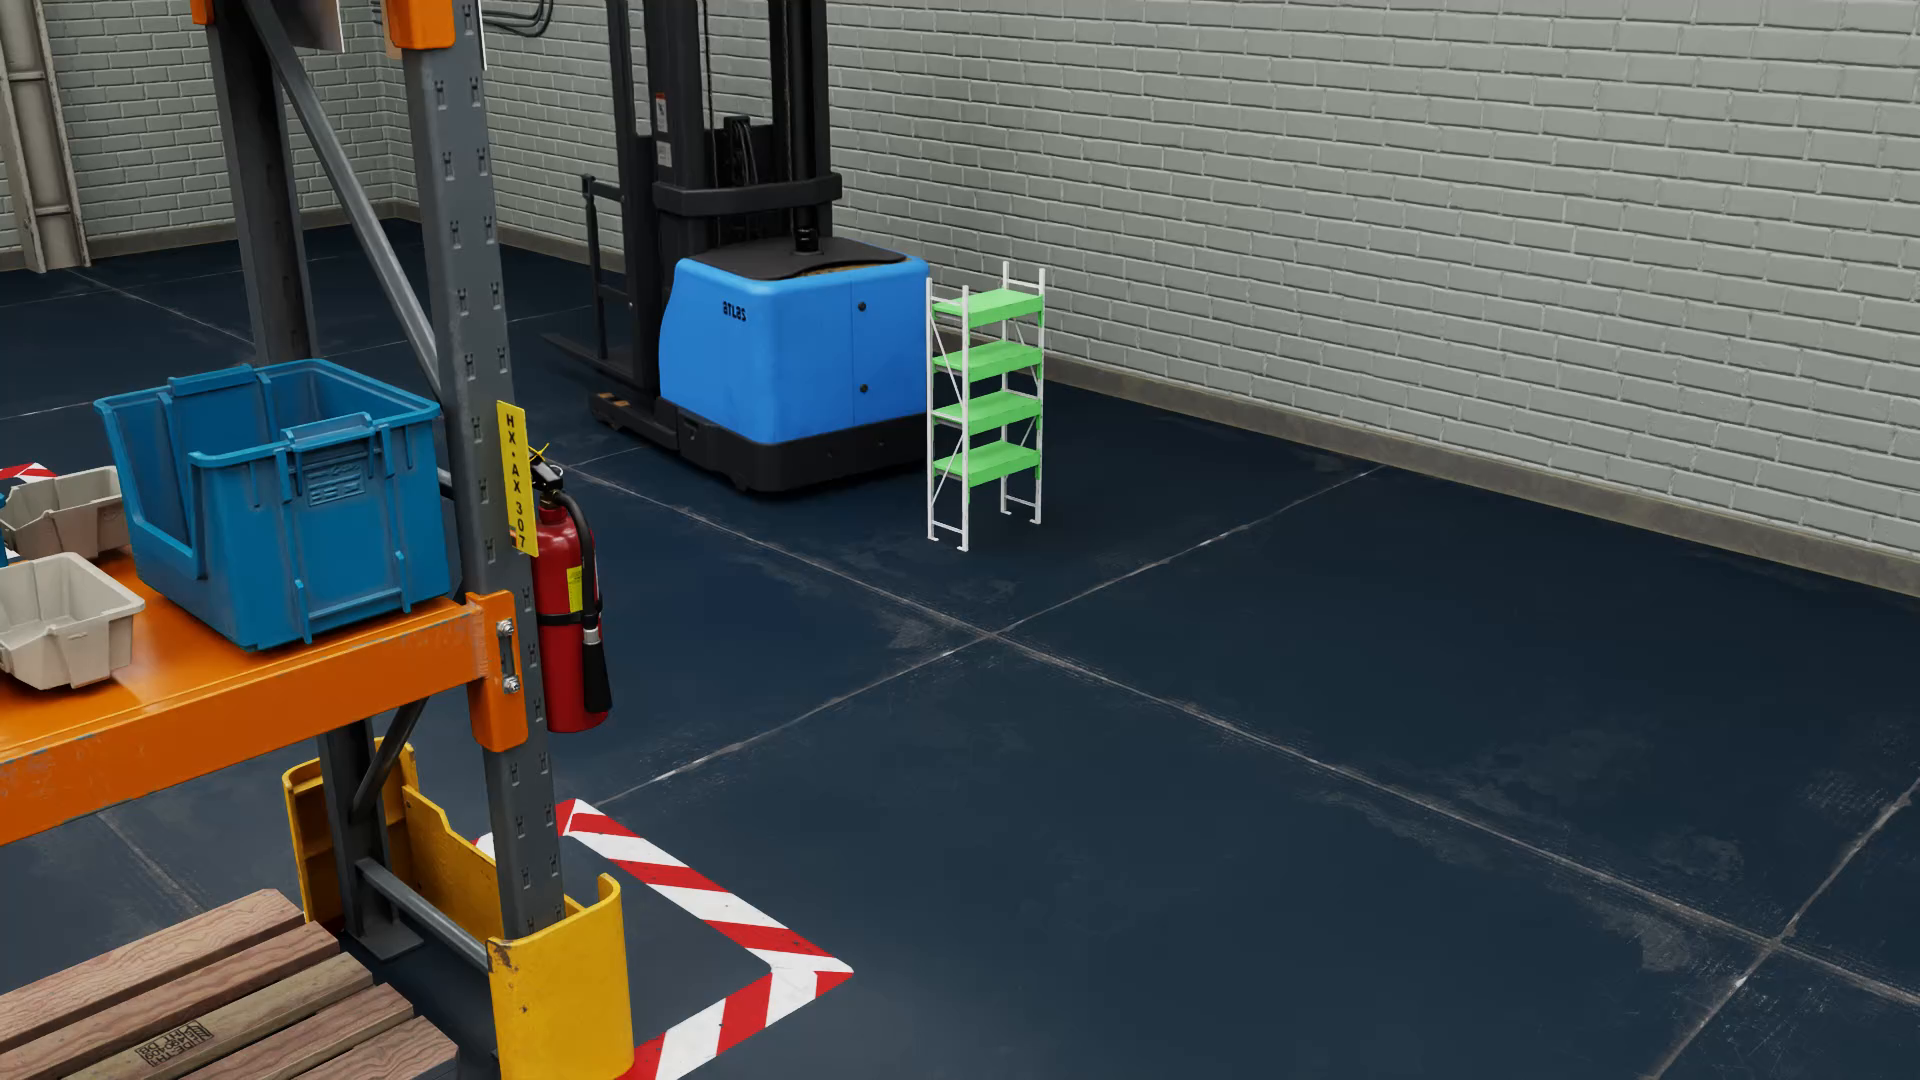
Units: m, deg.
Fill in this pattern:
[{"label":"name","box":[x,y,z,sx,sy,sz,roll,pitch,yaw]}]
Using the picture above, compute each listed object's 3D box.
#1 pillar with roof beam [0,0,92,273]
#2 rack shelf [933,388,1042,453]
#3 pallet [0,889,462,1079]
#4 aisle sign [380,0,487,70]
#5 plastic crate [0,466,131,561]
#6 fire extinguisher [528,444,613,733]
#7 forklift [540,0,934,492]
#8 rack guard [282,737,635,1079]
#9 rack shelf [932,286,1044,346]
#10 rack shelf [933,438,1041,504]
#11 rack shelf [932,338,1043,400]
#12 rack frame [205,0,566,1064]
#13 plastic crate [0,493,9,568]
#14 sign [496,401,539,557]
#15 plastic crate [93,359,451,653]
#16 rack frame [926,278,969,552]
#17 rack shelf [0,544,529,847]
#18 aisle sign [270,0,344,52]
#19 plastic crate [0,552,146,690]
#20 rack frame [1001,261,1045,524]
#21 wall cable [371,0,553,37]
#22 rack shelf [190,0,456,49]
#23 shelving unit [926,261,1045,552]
[{"label":"pillar with roof beam","box":[-4.086,-5.297,8.814,9.100,9.000,0.400,19,28,41]},{"label":"rack shelf","box":[0.115,-0.543,7.493,0.258,0.148,0.480,19,28,41]},{"label":"pallet","box":[-1.939,1.319,3.848,1.003,0.211,1.213,19,28,41]},{"label":"aisle sign","box":[-1.075,-1.343,3.265,0.394,0.787,0.004,19,28,41]},{"label":"plastic crate","box":[-2.027,-0.047,3.799,0.250,0.136,0.298,19,28,41]},{"label":"fire extinguisher","box":[-0.905,0.101,3.759,0.296,0.674,0.183,19,28,41]},{"label":"forklift","box":[-1.416,-2.062,8.854,1.130,2.935,3.031,-15,26,-34]},{"label":"rack guard","box":[-1.328,0.973,4.347,1.175,0.500,0.348,19,28,41]},{"label":"rack shelf","box":[0.115,-0.991,7.321,0.258,0.148,0.480,19,28,41]},{"label":"rack shelf","box":[0.115,-0.319,7.579,0.258,0.148,0.480,19,28,41]},{"label":"rack shelf","box":[0.115,-0.767,7.407,0.258,0.148,0.480,19,28,41]},{"label":"rack frame","box":[-1.336,-0.184,3.874,1.000,3.000,0.127,19,28,41]},{"label":"plastic crate","box":[-2.203,0.016,3.502,0.416,0.233,0.300,19,28,41]},{"label":"sign","box":[-0.930,-0.127,3.497,0.100,0.325,0.005,19,28,41]},{"label":"plastic crate","box":[-1.435,-0.096,3.511,0.616,0.435,0.499,19,28,41]},{"label":"rack frame","box":[-0.055,-0.540,7.307,0.240,1.200,0.015,19,28,41]},{"label":"rack shelf","box":[-2.731,0.665,2.665,1.077,0.370,4.000,19,28,41]},{"label":"aisle sign","box":[-1.498,-1.491,3.649,0.394,0.787,0.004,19,28,41]},{"label":"plastic crate","box":[-1.775,0.166,3.247,0.396,0.136,0.243,19,28,41]},{"label":"rack frame","box":[0.286,-0.665,7.633,0.240,1.200,0.015,19,28,41]},{"label":"wall cable","box":[-4.232,-5.379,13.355,3.097,2.526,0.112,19,28,41]},{"label":"rack shelf","box":[-2.731,-0.735,2.127,1.077,0.370,4.000,19,28,41]},{"label":"shelving unit","box":[0.115,-0.603,7.470,0.258,1.200,0.503,19,28,41]}]
